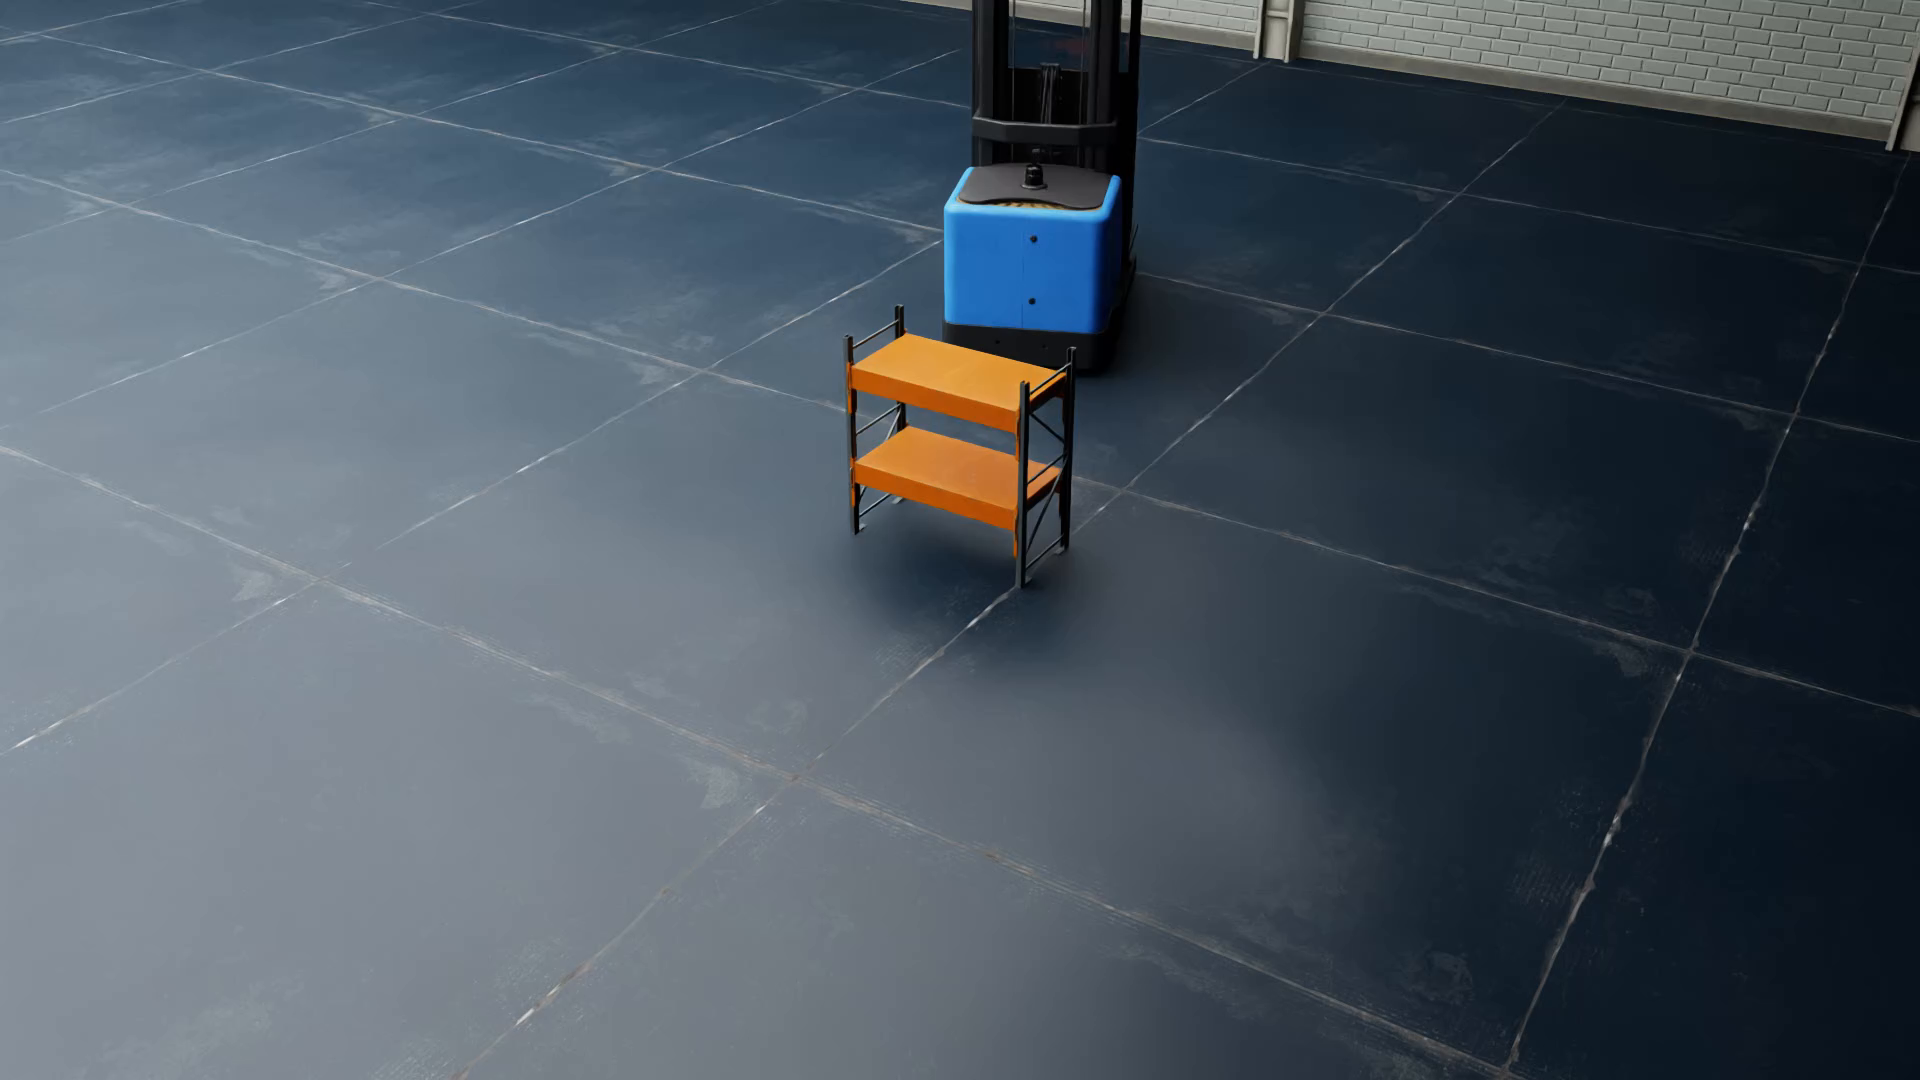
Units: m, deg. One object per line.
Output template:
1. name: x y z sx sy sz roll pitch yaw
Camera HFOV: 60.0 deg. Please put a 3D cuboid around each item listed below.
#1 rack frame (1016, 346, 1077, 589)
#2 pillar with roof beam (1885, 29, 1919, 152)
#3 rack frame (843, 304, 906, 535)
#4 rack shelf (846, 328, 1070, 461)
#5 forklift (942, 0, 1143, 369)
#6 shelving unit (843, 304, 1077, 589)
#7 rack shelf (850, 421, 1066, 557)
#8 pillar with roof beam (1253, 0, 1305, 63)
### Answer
1. rack frame: 0.425 -0.351 8.236 0.032 1.125 0.500 18 35 27
2. pillar with roof beam: 6.108 -5.499 9.247 0.400 9.000 9.100 18 35 27
3. rack frame: -0.436 -0.624 8.703 0.032 1.125 0.500 18 35 27
4. rack shelf: -0.006 -0.740 8.322 1.000 0.278 0.538 18 35 27
5. forklift: 0.663 -3.065 11.095 1.130 2.935 3.031 5 31 9
6. shelving unit: -0.006 -0.488 8.470 1.048 1.125 0.538 18 35 27
7. rack shelf: -0.006 -0.276 8.593 1.000 0.278 0.538 18 35 27
8. pillar with roof beam: 1.026 -7.107 12.002 0.400 9.000 9.100 18 35 27
